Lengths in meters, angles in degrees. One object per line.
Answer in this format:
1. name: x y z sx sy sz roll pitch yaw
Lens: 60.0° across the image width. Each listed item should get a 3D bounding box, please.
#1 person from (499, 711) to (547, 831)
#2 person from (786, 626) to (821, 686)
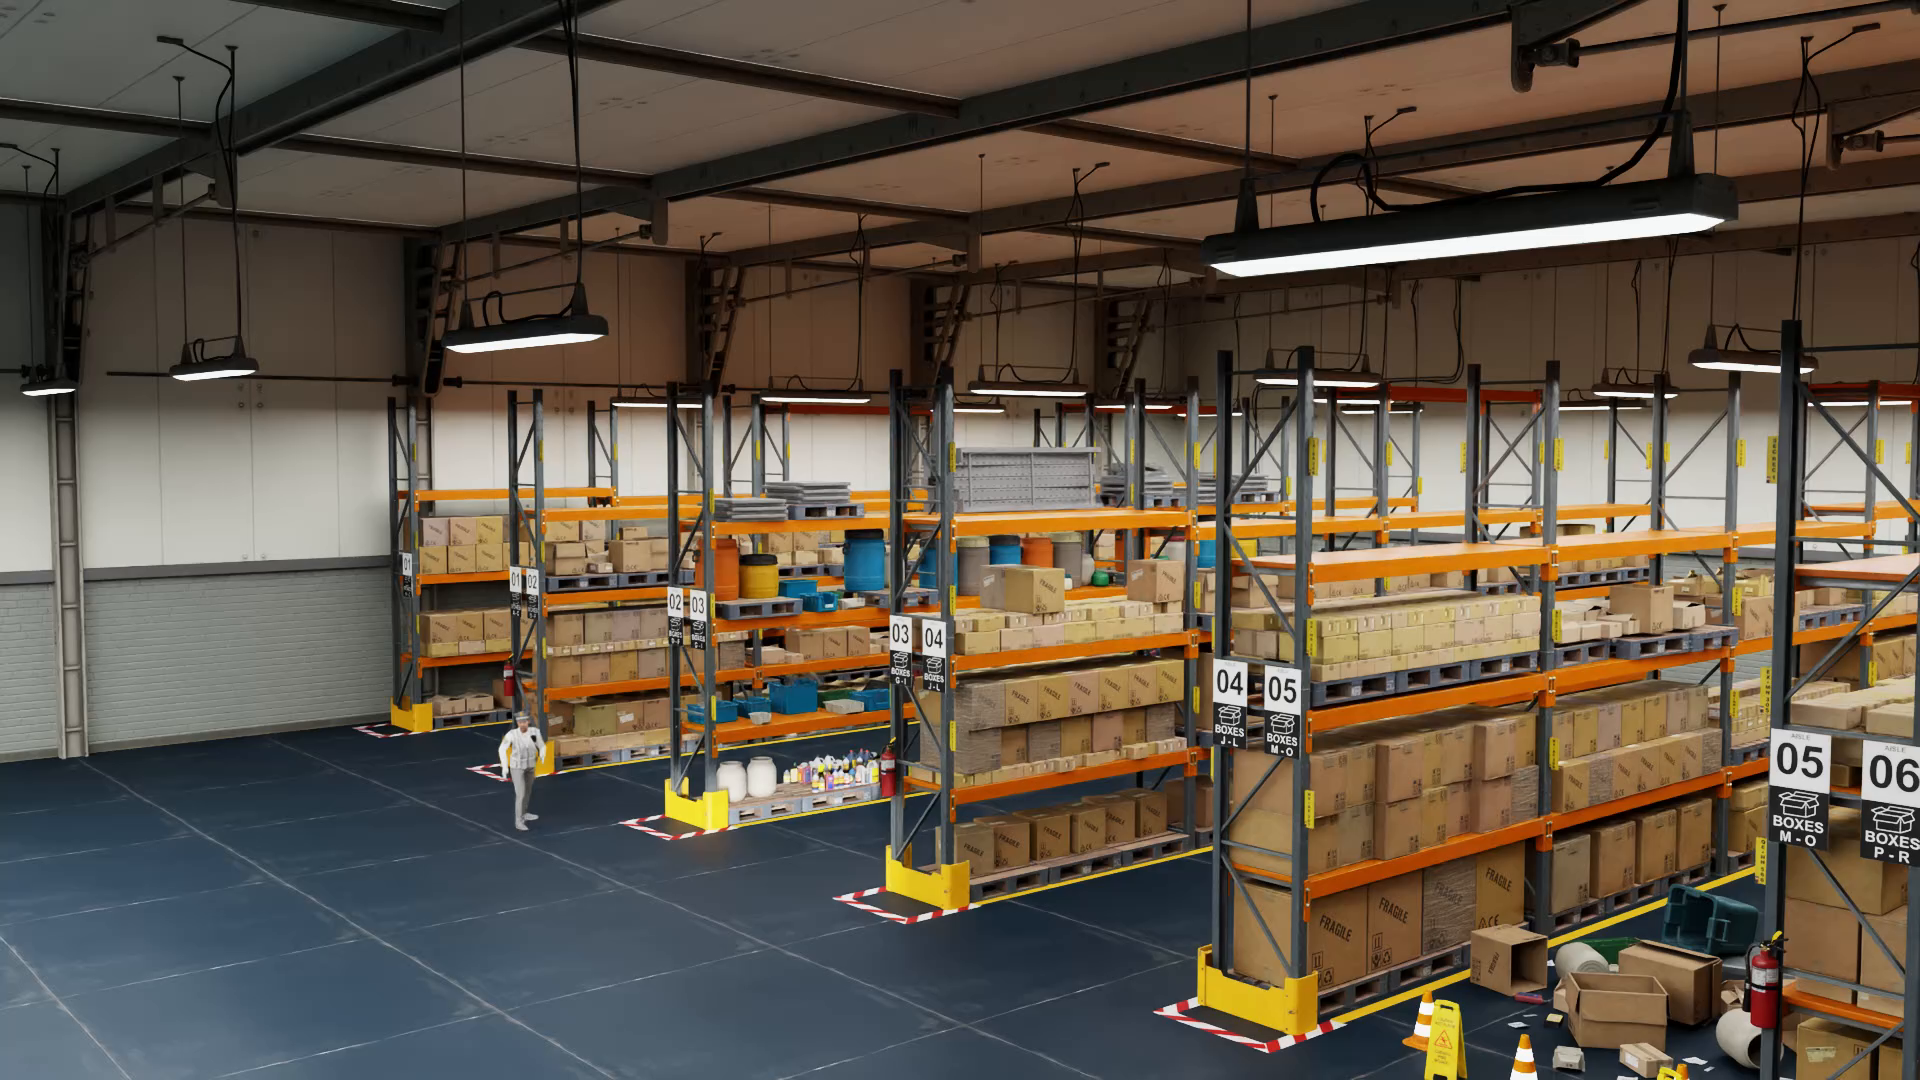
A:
1. person: -5.833 3.041 22.336 0.619 1.548 0.822 -3 5 -45
2. person: -3.124 2.418 33.190 0.754 1.747 1.068 3 4 40
